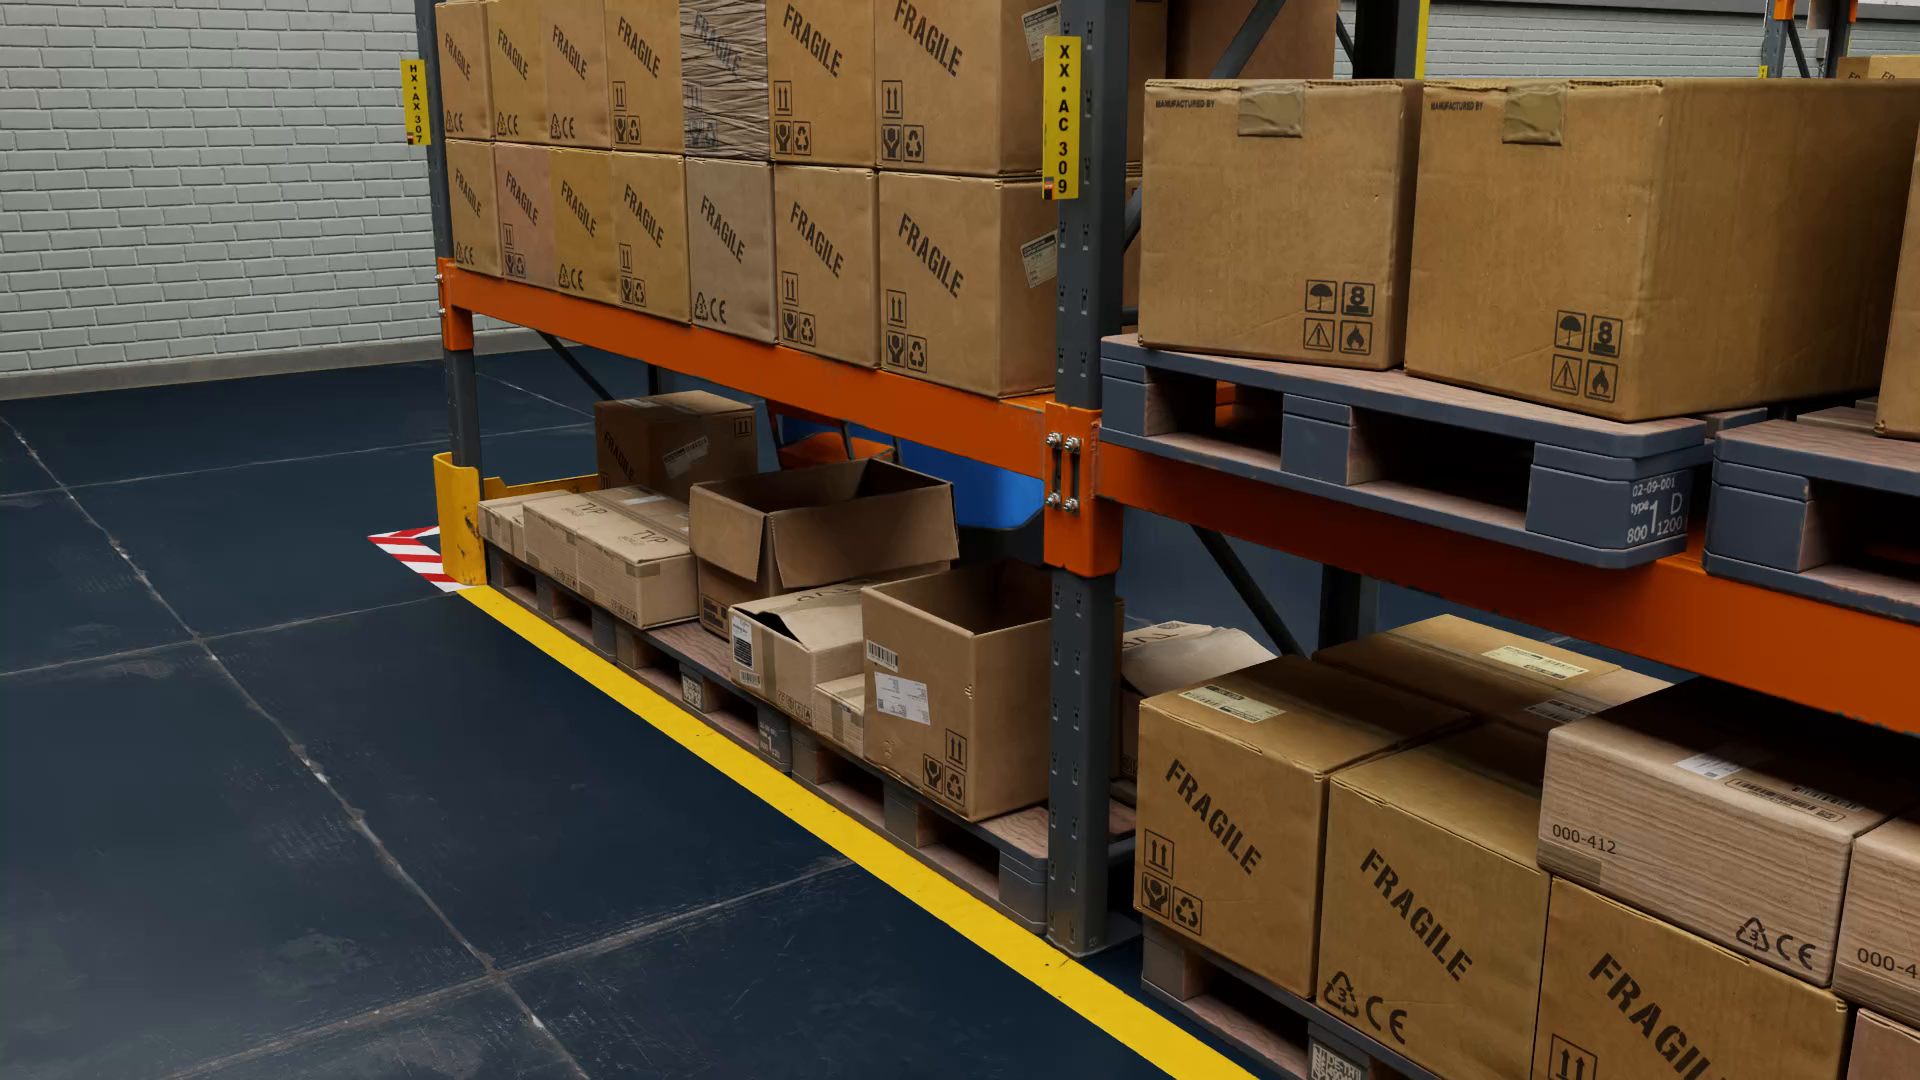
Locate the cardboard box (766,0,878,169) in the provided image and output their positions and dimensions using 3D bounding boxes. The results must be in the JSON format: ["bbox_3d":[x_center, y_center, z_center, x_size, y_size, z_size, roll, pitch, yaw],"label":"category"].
[{"bbox_3d":[-0.163,-1.246,4.362,0.500,0.500,0.500,-11,19,-36],"label":"cardboard box"}]

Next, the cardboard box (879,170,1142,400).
[{"bbox_3d":[0.146,-0.654,4.093,0.500,0.500,0.500,-10,18,-34],"label":"cardboard box"}]

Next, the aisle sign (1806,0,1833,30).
[{"bbox_3d":[6.511,-4.245,12.481,0.394,0.787,0.004,-11,19,-35],"label":"aisle sign"}]

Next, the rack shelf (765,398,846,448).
[{"bbox_3d":[-0.503,-0.500,6.407,0.258,0.148,0.480,-26,27,-34],"label":"rack shelf"}]

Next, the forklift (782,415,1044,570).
[{"bbox_3d":[0.189,-1.571,7.763,1.130,2.935,3.031,5,16,17],"label":"forklift"}]

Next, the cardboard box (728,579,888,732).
[{"bbox_3d":[-0.358,0.308,5.027,0.500,0.311,0.500,-11,19,-35],"label":"cardboard box"}]

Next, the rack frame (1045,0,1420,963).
[{"bbox_3d":[0.647,-0.539,3.862,1.000,3.000,0.127,-11,19,-35],"label":"rack frame"}]

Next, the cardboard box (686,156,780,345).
[{"bbox_3d":[-0.463,-0.873,4.894,0.500,0.500,0.500,-10,18,-33],"label":"cardboard box"}]

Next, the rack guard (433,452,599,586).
[{"bbox_3d":[-1.660,-0.171,7.253,1.175,0.500,0.348,-11,19,-35],"label":"rack guard"}]

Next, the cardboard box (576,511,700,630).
[{"bbox_3d":[-1.027,0.095,5.922,0.500,0.250,0.500,-11,19,-35],"label":"cardboard box"}]

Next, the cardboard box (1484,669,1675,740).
[{"bbox_3d":[1.453,0.623,3.521,0.500,0.500,0.500,-11,19,-34],"label":"cardboard box"}]

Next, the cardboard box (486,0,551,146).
[{"bbox_3d":[-1.344,-1.677,5.938,0.500,0.500,0.500,-11,19,-34],"label":"cardboard box"}]

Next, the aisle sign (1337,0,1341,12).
[{"bbox_3d":[2.021,-3.384,9.333,0.394,0.787,0.004,-11,19,-35],"label":"aisle sign"}]

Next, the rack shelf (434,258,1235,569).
[{"bbox_3d":[-0.529,-0.619,5.517,1.077,0.370,4.000,-11,19,-35],"label":"rack shelf"}]

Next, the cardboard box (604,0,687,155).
[{"bbox_3d":[-0.754,-1.461,5.149,0.500,0.500,0.500,-11,19,-35],"label":"cardboard box"}]

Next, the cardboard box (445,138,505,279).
[{"bbox_3d":[-1.657,-1.305,6.474,0.500,0.500,0.500,-10,18,-33],"label":"cardboard box"}]

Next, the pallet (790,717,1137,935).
[{"bbox_3d":[0.244,0.660,4.766,1.003,0.211,1.213,-11,19,-35],"label":"pallet"}]

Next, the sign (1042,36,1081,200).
[{"bbox_3d":[0.213,-0.870,3.434,0.100,0.325,0.005,-11,19,-35],"label":"sign"}]

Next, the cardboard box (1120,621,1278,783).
[{"bbox_3d":[0.575,0.423,4.609,0.500,0.311,0.500,-11,19,-35],"label":"cardboard box"}]

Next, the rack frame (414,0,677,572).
[{"bbox_3d":[-1.705,-1.393,6.982,1.000,3.000,0.127,-11,19,-35],"label":"rack frame"}]

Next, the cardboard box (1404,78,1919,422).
[{"bbox_3d":[1.200,-0.516,2.796,0.700,0.500,0.500,-8,17,-26],"label":"cardboard box"}]

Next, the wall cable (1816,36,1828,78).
[{"bbox_3d":[12.132,-6.381,23.283,0.588,1.984,0.122,-11,19,-35],"label":"wall cable"}]

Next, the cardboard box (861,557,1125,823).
[{"bbox_3d":[0.083,0.377,4.417,0.500,0.500,0.500,-11,19,-35],"label":"cardboard box"}]

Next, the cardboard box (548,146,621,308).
[{"bbox_3d":[-1.057,-1.088,5.681,0.500,0.500,0.500,-11,19,-35],"label":"cardboard box"}]

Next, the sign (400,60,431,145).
[{"bbox_3d":[-2.144,-1.726,6.560,0.100,0.325,0.005,-11,19,-35],"label":"sign"}]

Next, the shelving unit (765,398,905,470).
[{"bbox_3d":[-0.477,-0.358,6.466,0.258,1.200,0.503,-26,27,-34],"label":"shelving unit"}]

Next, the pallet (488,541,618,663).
[{"bbox_3d":[-1.191,0.139,6.670,1.003,0.211,1.213,-11,19,-35],"label":"pallet"}]

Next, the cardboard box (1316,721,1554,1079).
[{"bbox_3d":[1.057,0.708,3.208,0.500,0.500,0.500,-11,19,-34],"label":"cardboard box"}]

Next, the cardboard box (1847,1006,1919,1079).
[{"bbox_3d":[1.642,0.924,2.419,0.500,0.500,0.500,-12,19,-37],"label":"cardboard box"}]

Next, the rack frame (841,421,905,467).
[{"bbox_3d":[-0.319,-0.311,6.287,0.240,1.200,0.015,-26,27,-34],"label":"rack frame"}]

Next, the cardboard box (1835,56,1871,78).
[{"bbox_3d":[6.809,-3.299,12.248,0.500,0.500,0.500,-11,19,-34],"label":"cardboard box"}]

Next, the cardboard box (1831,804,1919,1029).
[{"bbox_3d":[1.618,0.555,2.348,0.500,0.250,0.500,-11,19,-36],"label":"cardboard box"}]

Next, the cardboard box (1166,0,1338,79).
[{"bbox_3d":[0.598,-1.213,4.244,0.500,0.500,0.500,-10,18,-33],"label":"cardboard box"}]

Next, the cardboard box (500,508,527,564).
[{"bbox_3d":[-1.590,-0.042,6.582,0.380,0.166,0.250,-11,19,-35],"label":"cardboard box"}]

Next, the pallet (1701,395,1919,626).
[{"bbox_3d":[1.852,-0.006,2.281,1.003,0.211,1.213,-11,19,-35],"label":"pallet"}]
